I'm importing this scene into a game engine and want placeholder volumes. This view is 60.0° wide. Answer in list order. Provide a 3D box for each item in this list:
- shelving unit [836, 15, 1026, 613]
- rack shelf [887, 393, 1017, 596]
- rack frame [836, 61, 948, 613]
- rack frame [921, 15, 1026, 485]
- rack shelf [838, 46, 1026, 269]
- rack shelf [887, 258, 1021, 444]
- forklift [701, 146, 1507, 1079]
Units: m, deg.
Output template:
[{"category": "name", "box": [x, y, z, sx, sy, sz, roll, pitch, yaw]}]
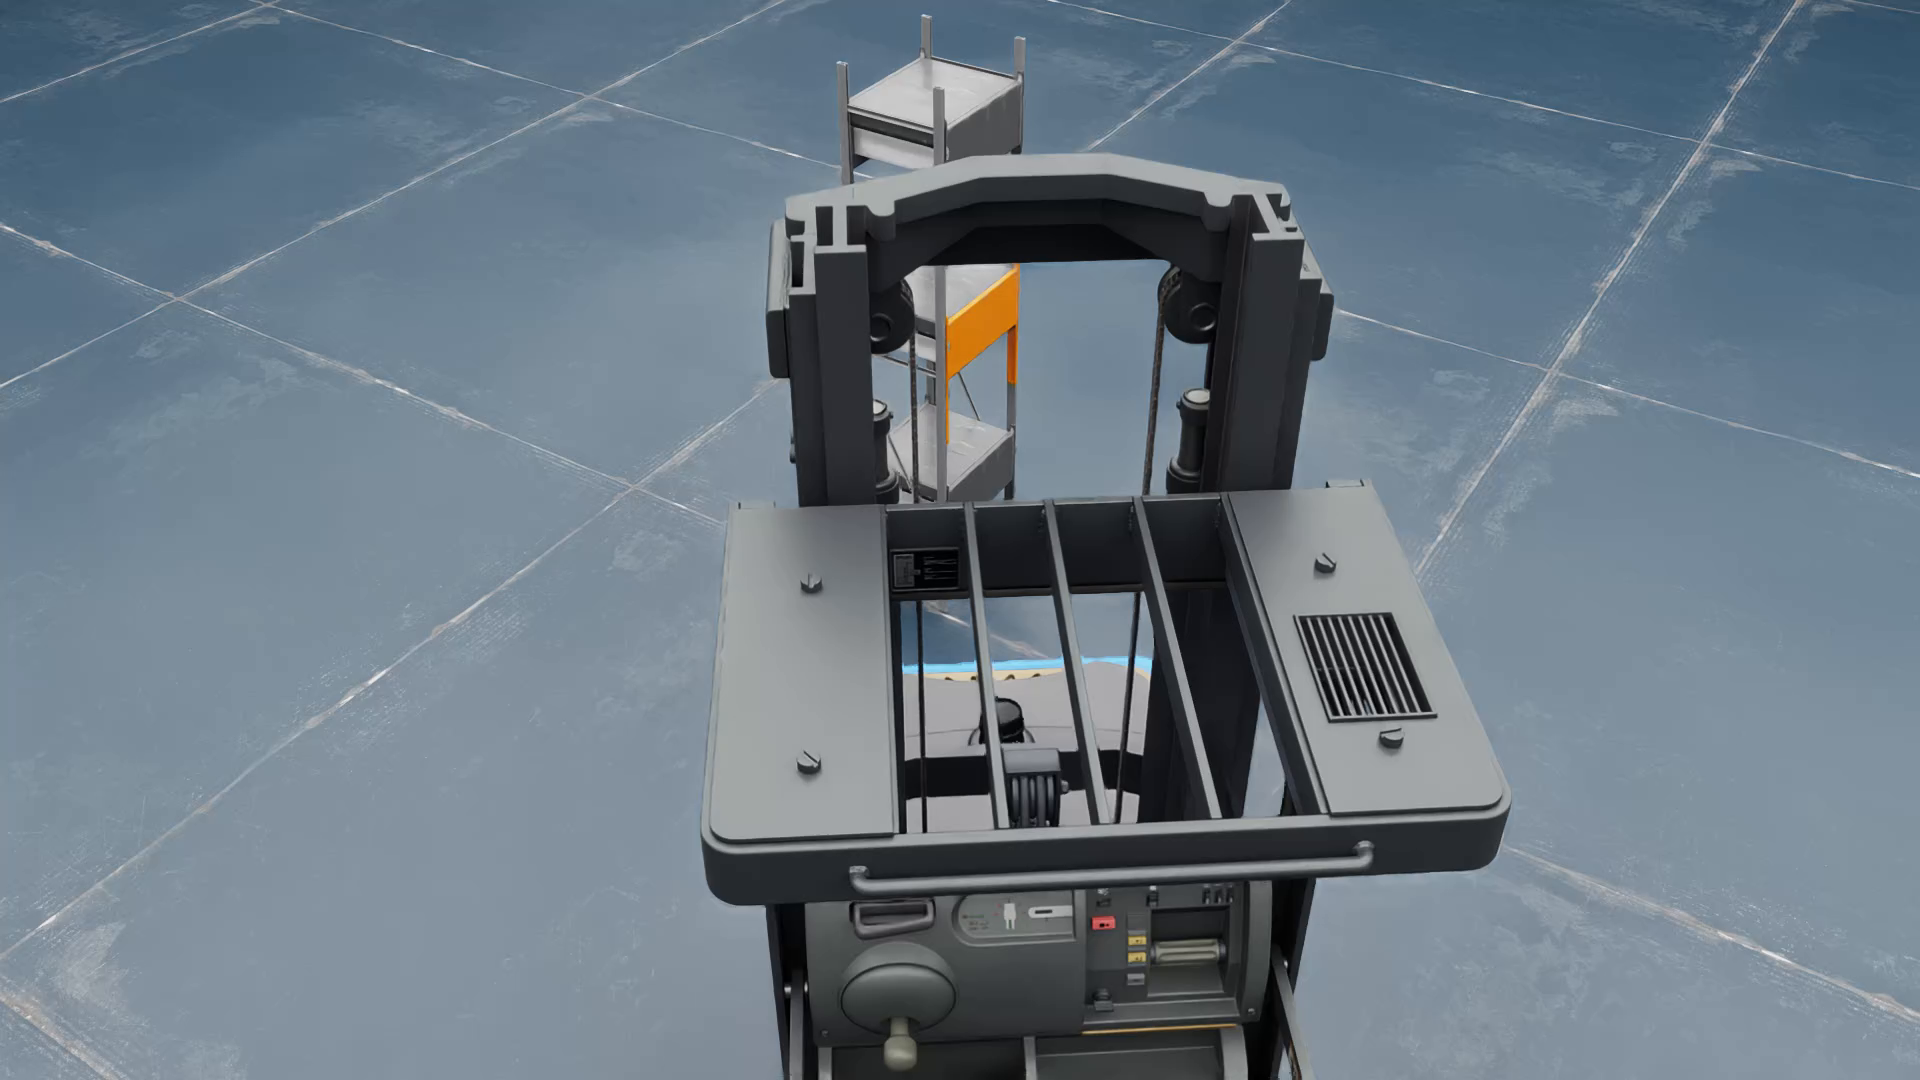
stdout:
[{"category": "shelving unit", "box": [-0.089, -0.746, 5.998, 0.431, 2.100, 0.503, 21, 42, 25]}, {"category": "rack shelf", "box": [-0.089, -0.181, 6.434, 0.431, 0.518, 0.480, 21, 42, 25]}, {"category": "rack frame", "box": [-0.219, -0.620, 5.835, 0.400, 2.100, 0.015, 21, 42, 25]}, {"category": "rack frame", "box": [0.042, -0.872, 6.161, 0.400, 2.100, 0.015, 21, 42, 25]}, {"category": "rack shelf", "box": [-0.089, -1.290, 5.579, 0.431, 0.518, 0.480, 21, 42, 25]}, {"category": "rack shelf", "box": [-0.089, -0.735, 6.007, 0.431, 0.518, 0.480, 21, 42, 25]}, {"category": "forklift", "box": [0.173, 0.900, 3.181, 1.130, 2.935, 3.031, -2, 38, -3]}]
